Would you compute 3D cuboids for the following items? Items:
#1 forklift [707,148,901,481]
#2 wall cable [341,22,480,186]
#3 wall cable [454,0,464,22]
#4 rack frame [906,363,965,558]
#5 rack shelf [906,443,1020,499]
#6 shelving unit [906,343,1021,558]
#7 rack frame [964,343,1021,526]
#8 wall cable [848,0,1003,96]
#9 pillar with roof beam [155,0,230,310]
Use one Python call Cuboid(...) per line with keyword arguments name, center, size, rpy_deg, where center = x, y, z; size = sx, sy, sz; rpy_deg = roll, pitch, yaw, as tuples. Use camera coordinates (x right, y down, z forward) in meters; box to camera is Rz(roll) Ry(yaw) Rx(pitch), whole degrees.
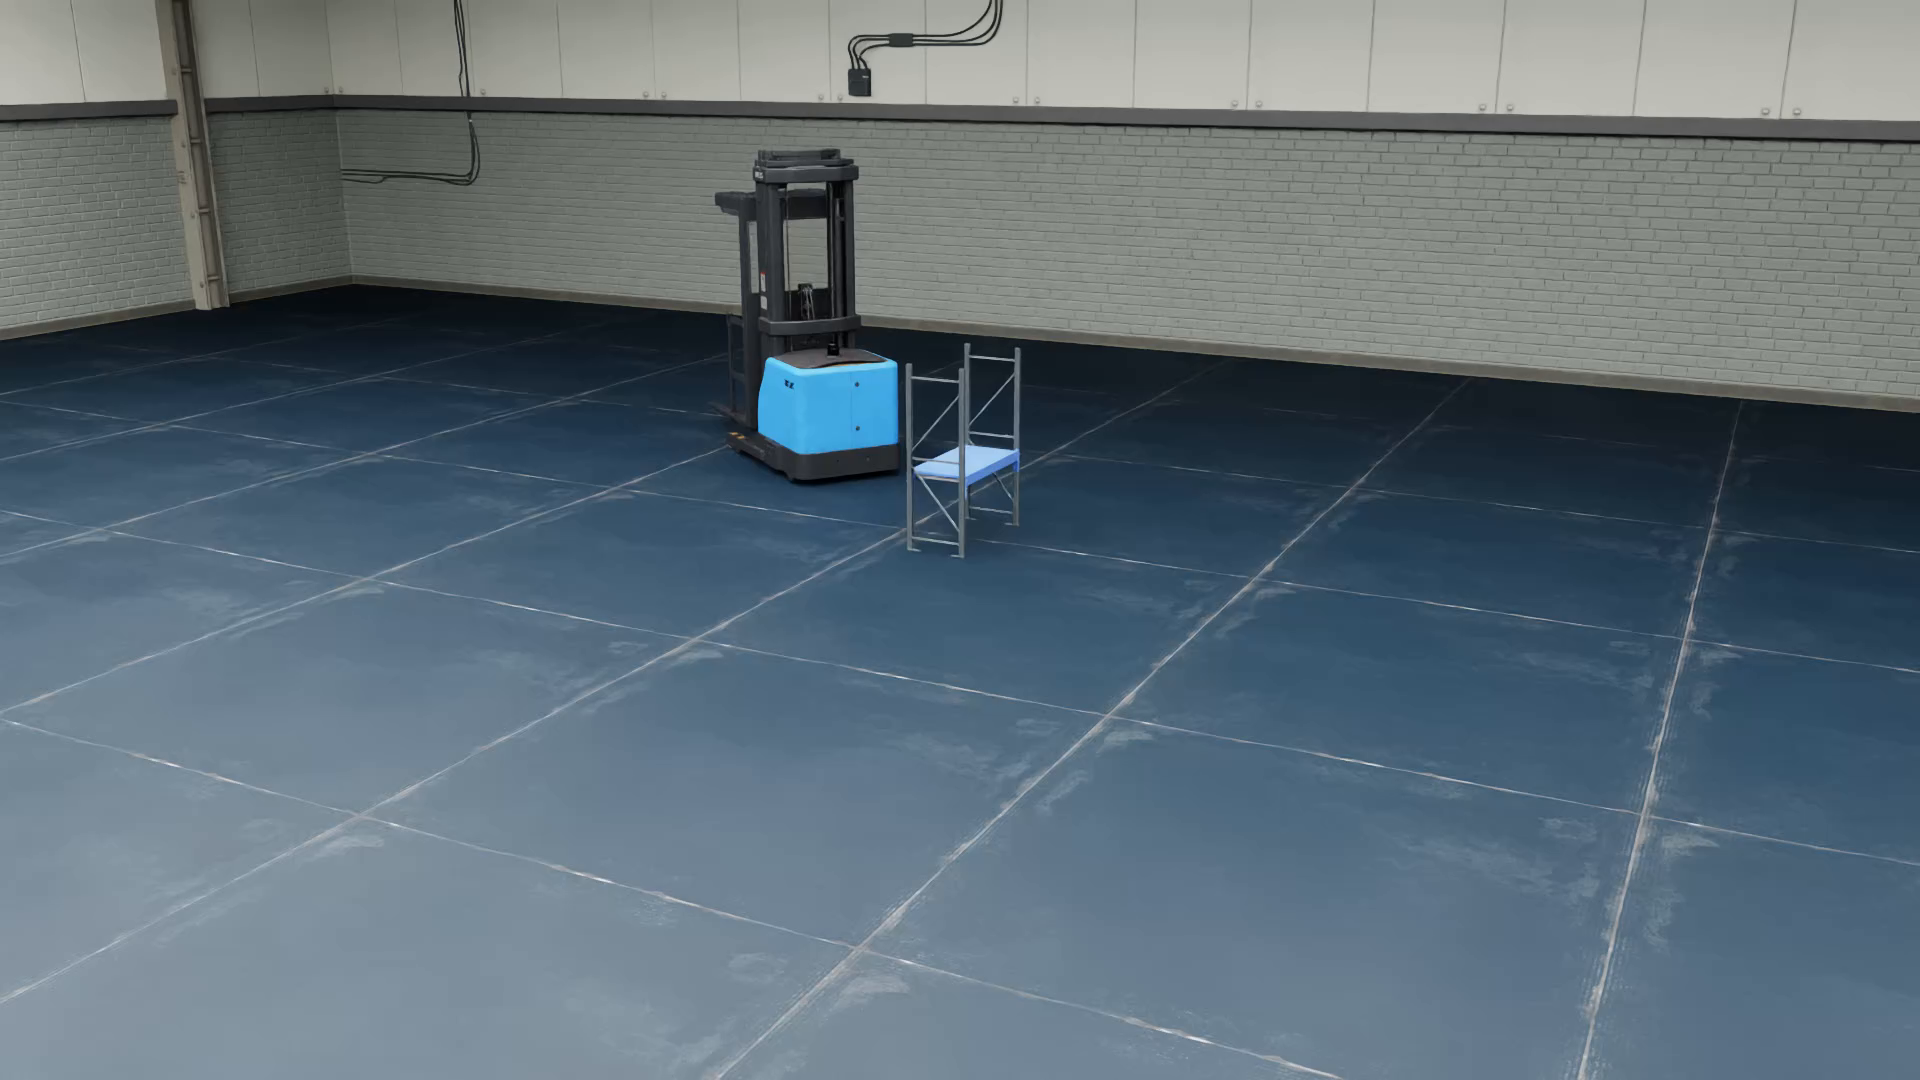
Cuboid(name="forklift", center=(-1.686, -2.321, 16.190), size=(1.130, 2.935, 3.031), rpy_deg=(-8, 19, -26))
Cuboid(name="wall cable", center=(-8.980, -6.976, 26.658), size=(3.097, 2.526, 0.112), rpy_deg=(8, 18, 25))
Cuboid(name="wall cable", center=(-6.560, -9.052, 24.781), size=(3.097, 2.526, 0.112), rpy_deg=(8, 18, 25))
Cuboid(name="rack frame", center=(-0.189, -0.611, 12.948), size=(0.500, 1.500, 0.032), rpy_deg=(8, 18, 25))
Cuboid(name="rack shelf", center=(0.038, -0.568, 13.435), size=(0.538, 0.185, 1.000), rpy_deg=(8, 18, 25))
Cuboid(name="shelving unit", center=(0.038, -0.741, 13.384), size=(0.538, 1.500, 1.048), rpy_deg=(8, 18, 25))
Cuboid(name="rack frame", center=(0.265, -0.870, 13.820), size=(0.500, 1.500, 0.032), rpy_deg=(8, 18, 25))
Cuboid(name="wall cable", center=(-0.494, -8.882, 21.652), size=(2.305, 6.003, 0.169), rpy_deg=(8, 18, 25))
Cuboid(name="pillar with roof beam", center=(-7.628, -7.334, 22.412), size=(9.100, 9.000, 0.400), rpy_deg=(8, 18, 25))
